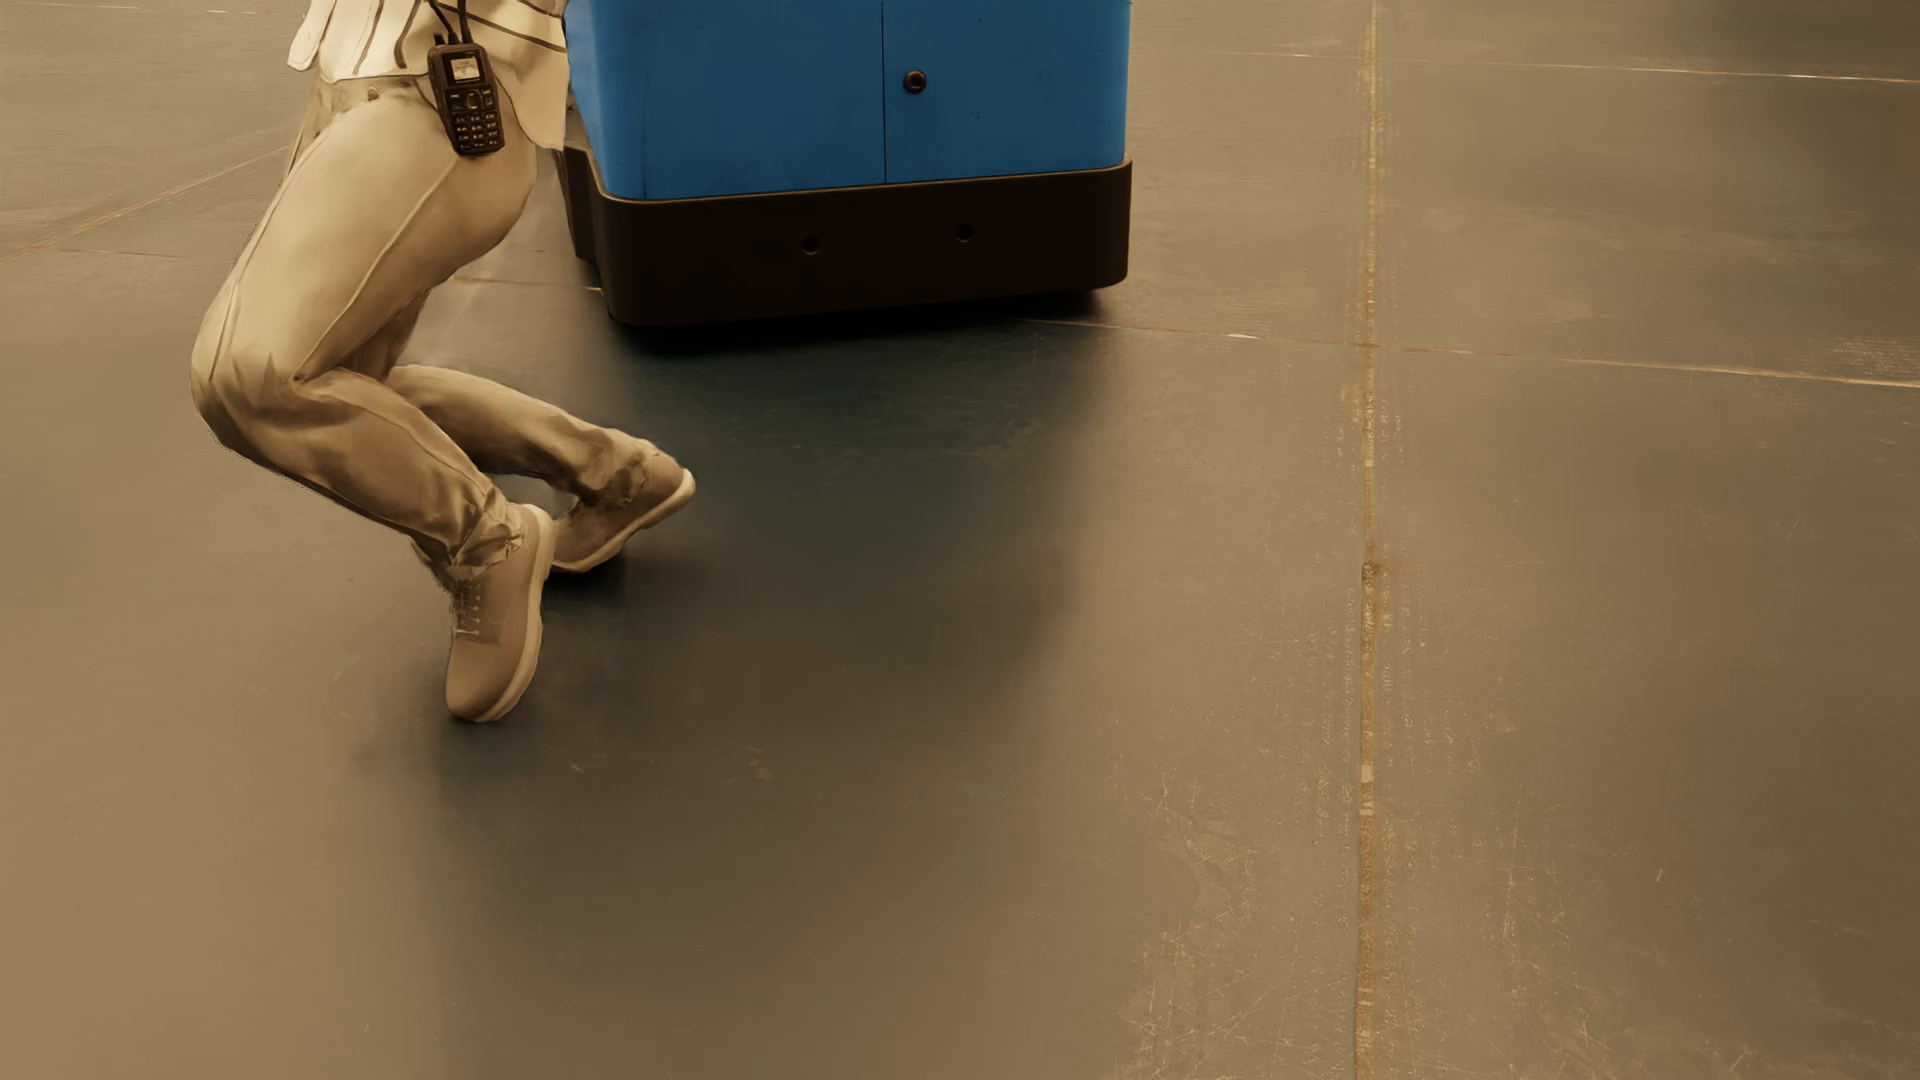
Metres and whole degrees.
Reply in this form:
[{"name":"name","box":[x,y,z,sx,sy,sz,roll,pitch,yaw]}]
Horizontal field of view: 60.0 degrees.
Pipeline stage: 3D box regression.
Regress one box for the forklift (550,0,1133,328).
[{"name":"forklift","box":[-0.544,-2.353,3.910,1.130,2.935,3.031,-7,28,-14]}]

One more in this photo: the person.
[{"name":"person","box":[-0.482,-0.521,1.835,0.818,1.565,1.005,-18,32,-32]}]
